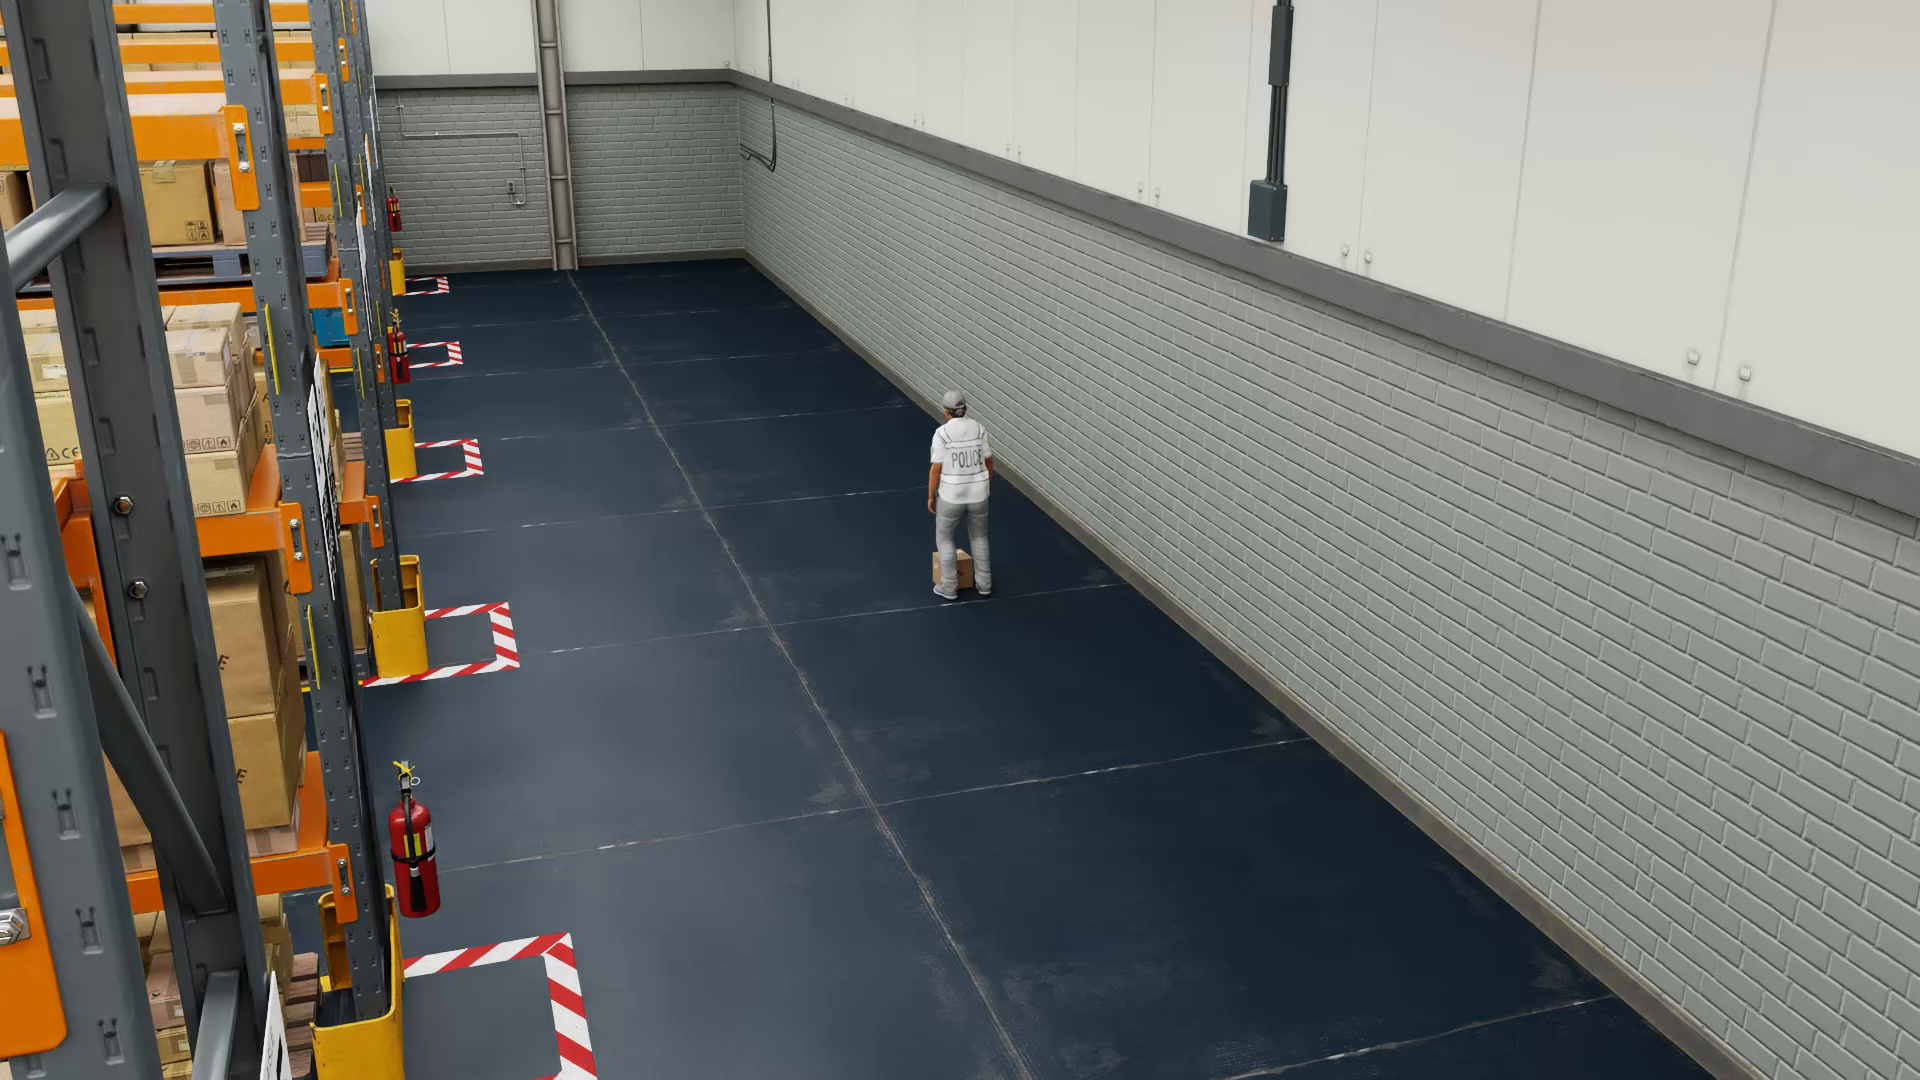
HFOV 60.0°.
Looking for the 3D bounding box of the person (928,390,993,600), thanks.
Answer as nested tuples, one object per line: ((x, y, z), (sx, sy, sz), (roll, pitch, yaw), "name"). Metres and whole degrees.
((0.008, -0.358, 13.076), (0.564, 1.667, 0.452), (-7, 21, -20), "person")
